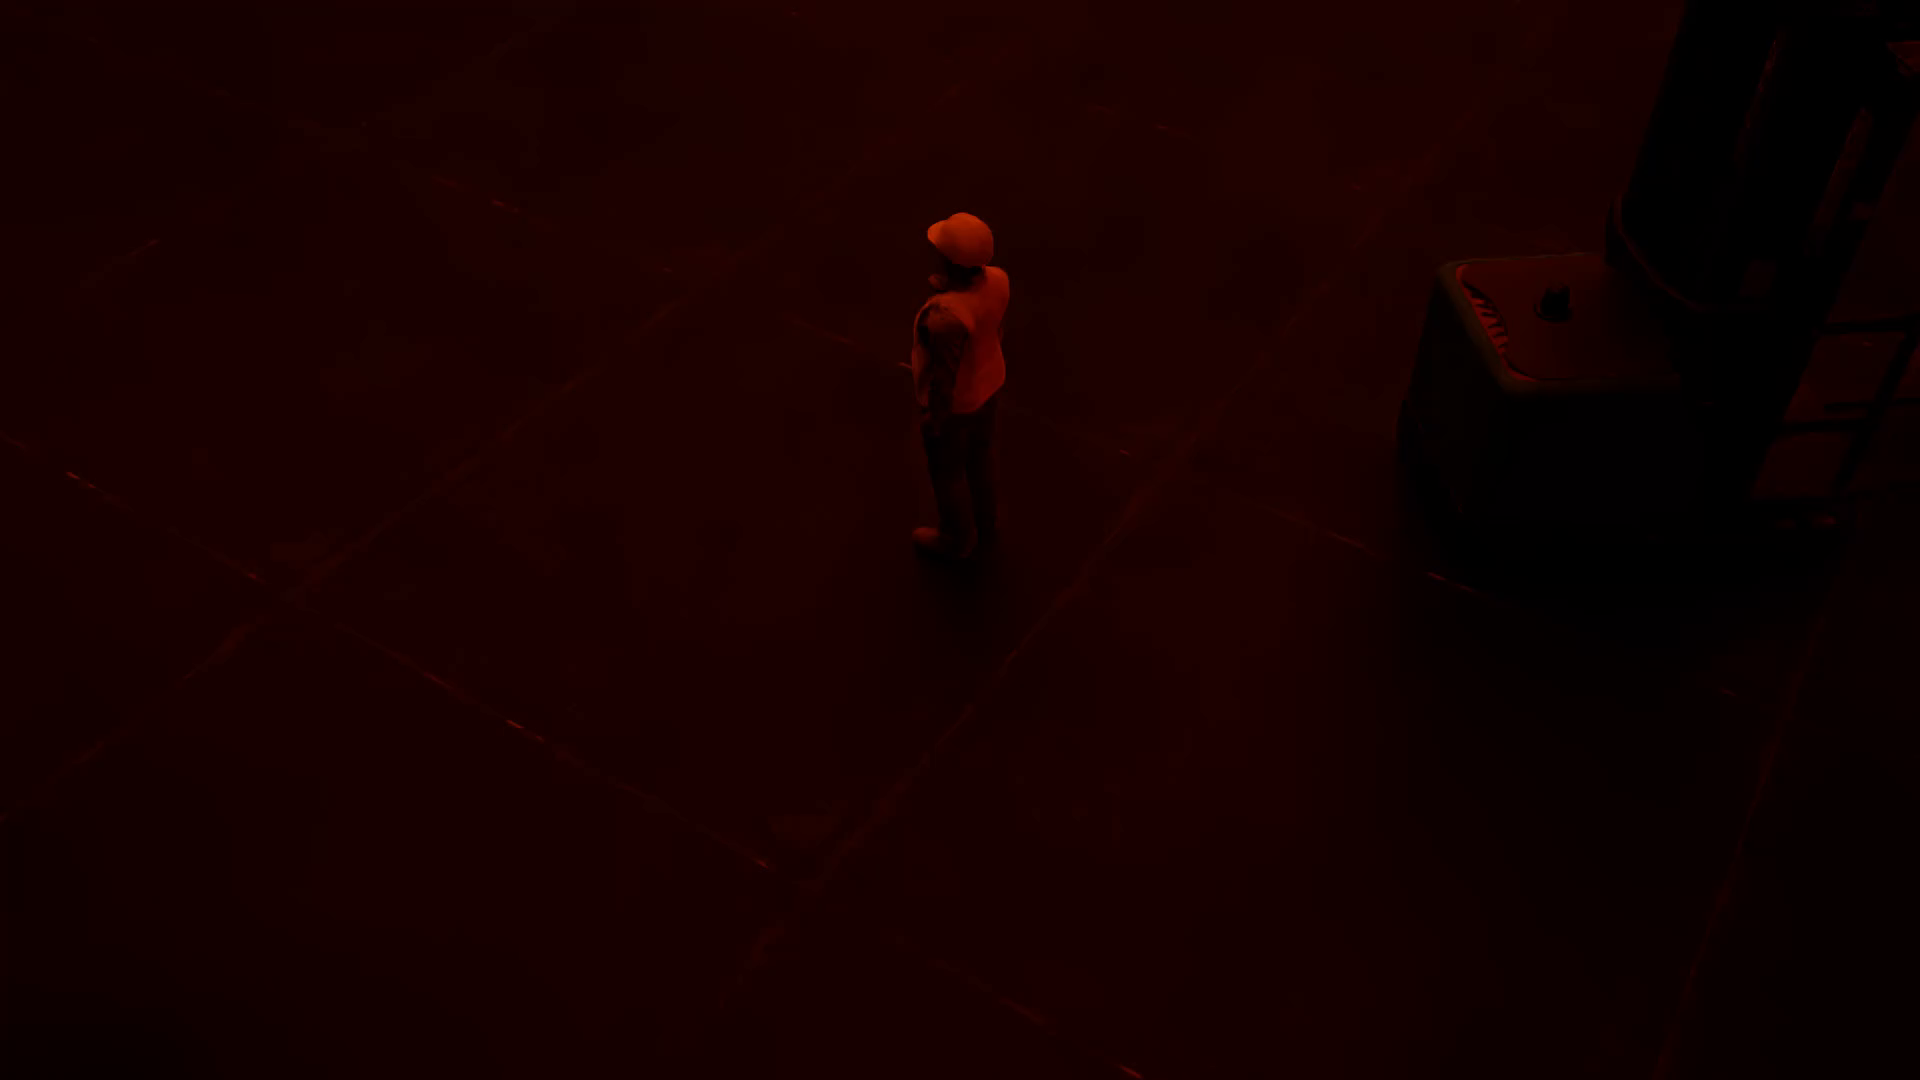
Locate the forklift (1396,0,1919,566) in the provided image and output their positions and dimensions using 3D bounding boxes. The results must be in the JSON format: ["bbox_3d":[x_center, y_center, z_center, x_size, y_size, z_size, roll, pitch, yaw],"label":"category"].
[{"bbox_3d":[3.767,-1.369,7.292,3.031,2.935,1.130,-4,44,-4],"label":"forklift"}]

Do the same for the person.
[{"bbox_3d":[-0.007,-0.674,7.343,0.356,1.776,0.529,24,48,23],"label":"person"}]
